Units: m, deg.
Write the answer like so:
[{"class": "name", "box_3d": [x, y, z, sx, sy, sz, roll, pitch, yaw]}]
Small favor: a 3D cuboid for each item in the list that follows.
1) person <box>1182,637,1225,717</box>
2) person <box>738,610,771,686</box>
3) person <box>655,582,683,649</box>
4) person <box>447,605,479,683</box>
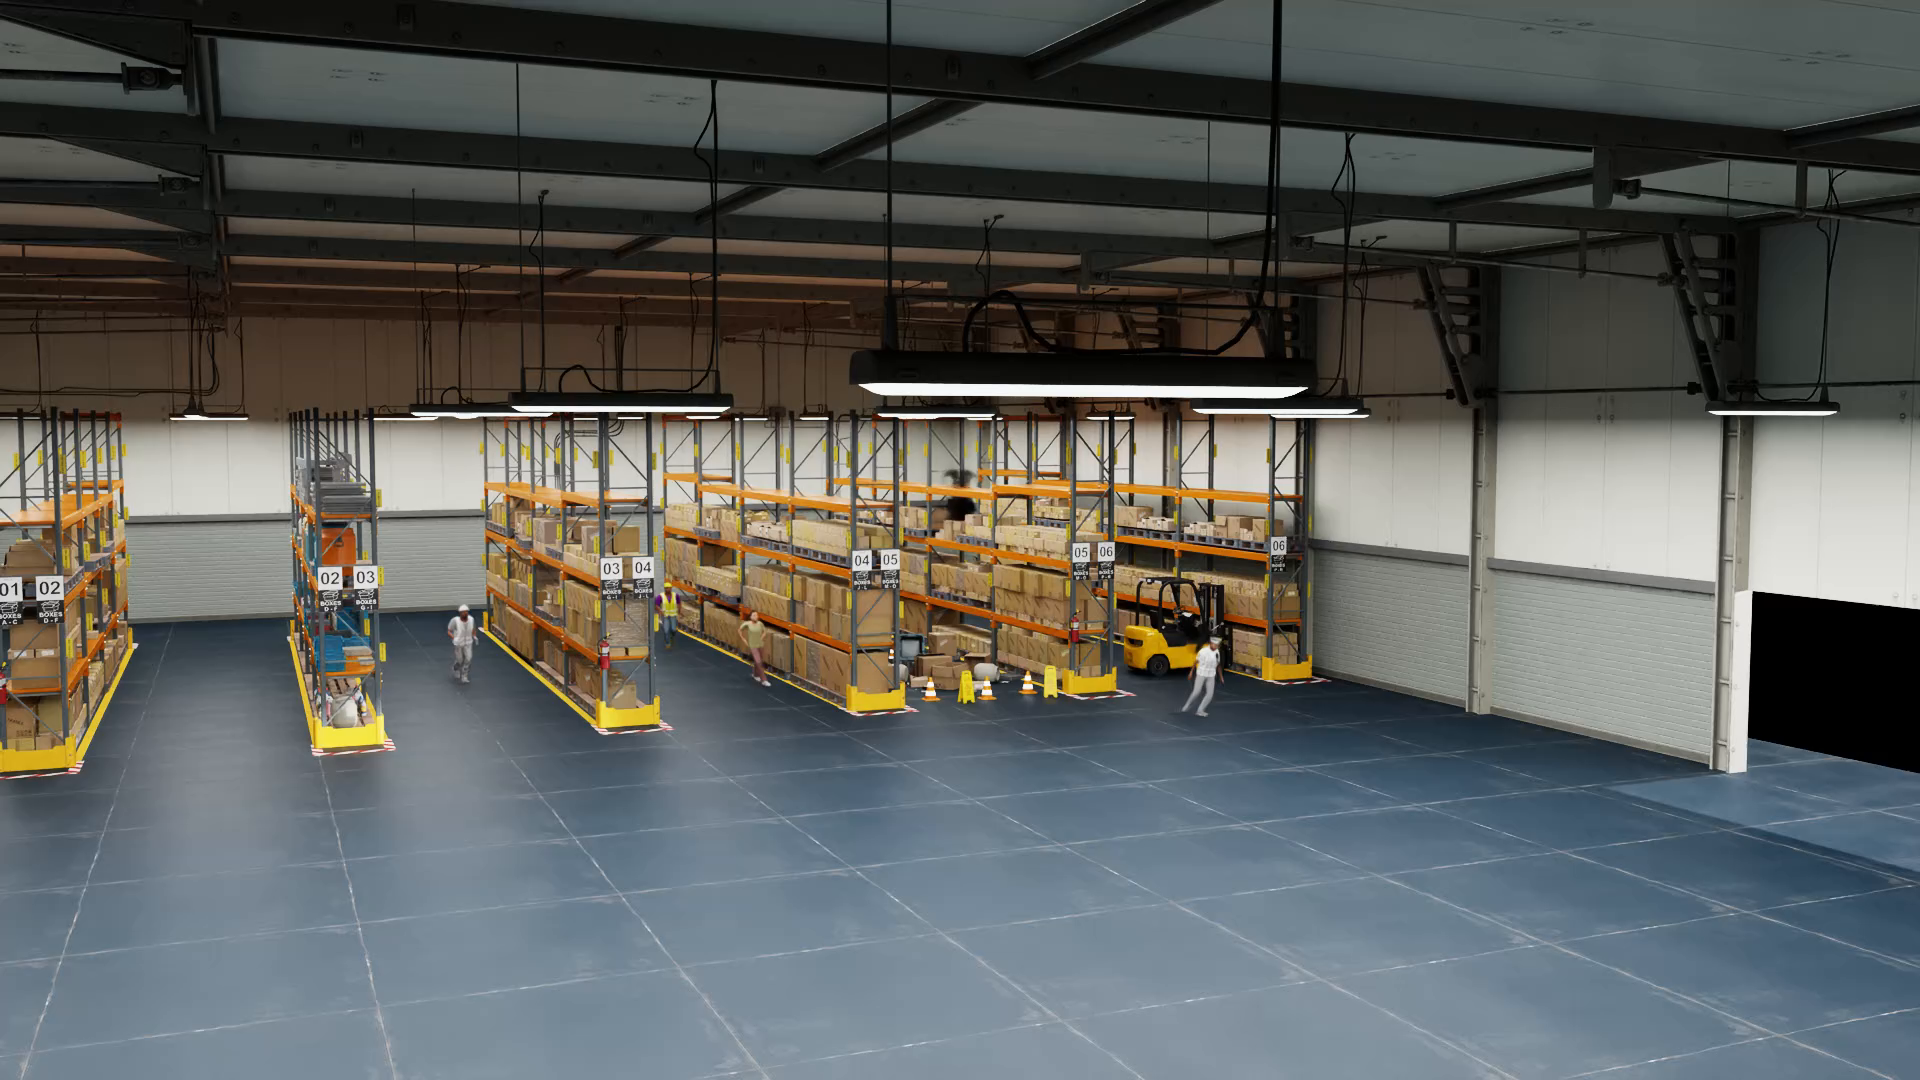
[{"class": "person", "box_3d": [4.755, 2.655, 32.452, 0.739, 1.580, 0.644, -1, 4, -20]}, {"class": "person", "box_3d": [-4.491, 2.315, 36.203, 0.586, 1.608, 0.808, -3, 5, -32]}, {"class": "person", "box_3d": [-7.364, 1.922, 42.099, 0.690, 1.706, 0.600, -1, 4, -17]}, {"class": "person", "box_3d": [-11.035, 2.293, 36.828, 0.682, 1.729, 0.710, -3, 5, -34]}]
